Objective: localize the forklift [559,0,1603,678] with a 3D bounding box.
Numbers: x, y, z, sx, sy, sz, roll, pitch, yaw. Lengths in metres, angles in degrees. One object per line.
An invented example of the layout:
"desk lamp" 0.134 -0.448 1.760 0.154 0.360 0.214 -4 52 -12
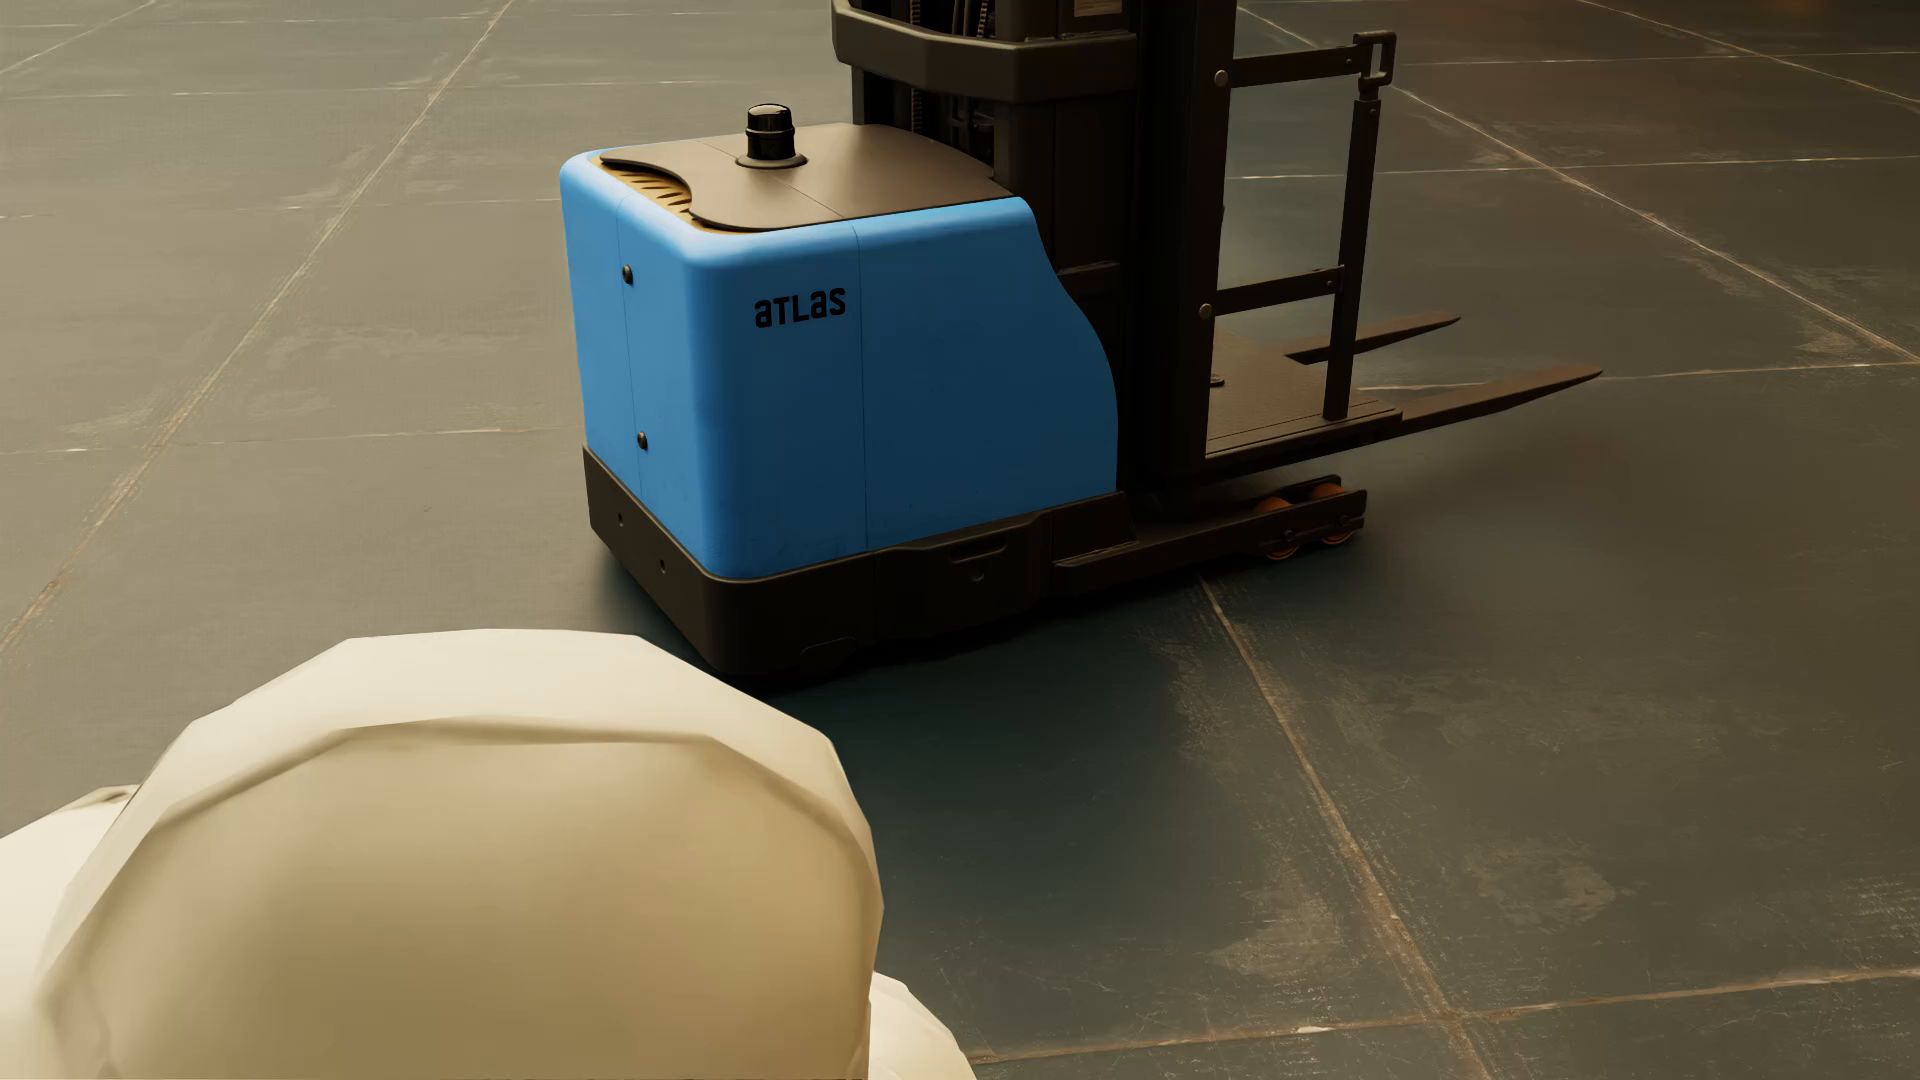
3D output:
"forklift" 0.529 -1.451 4.240 3.031 2.935 1.130 -14 29 -26

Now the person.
"person" -0.265 0.801 0.892 0.579 1.765 0.665 1 26 1
